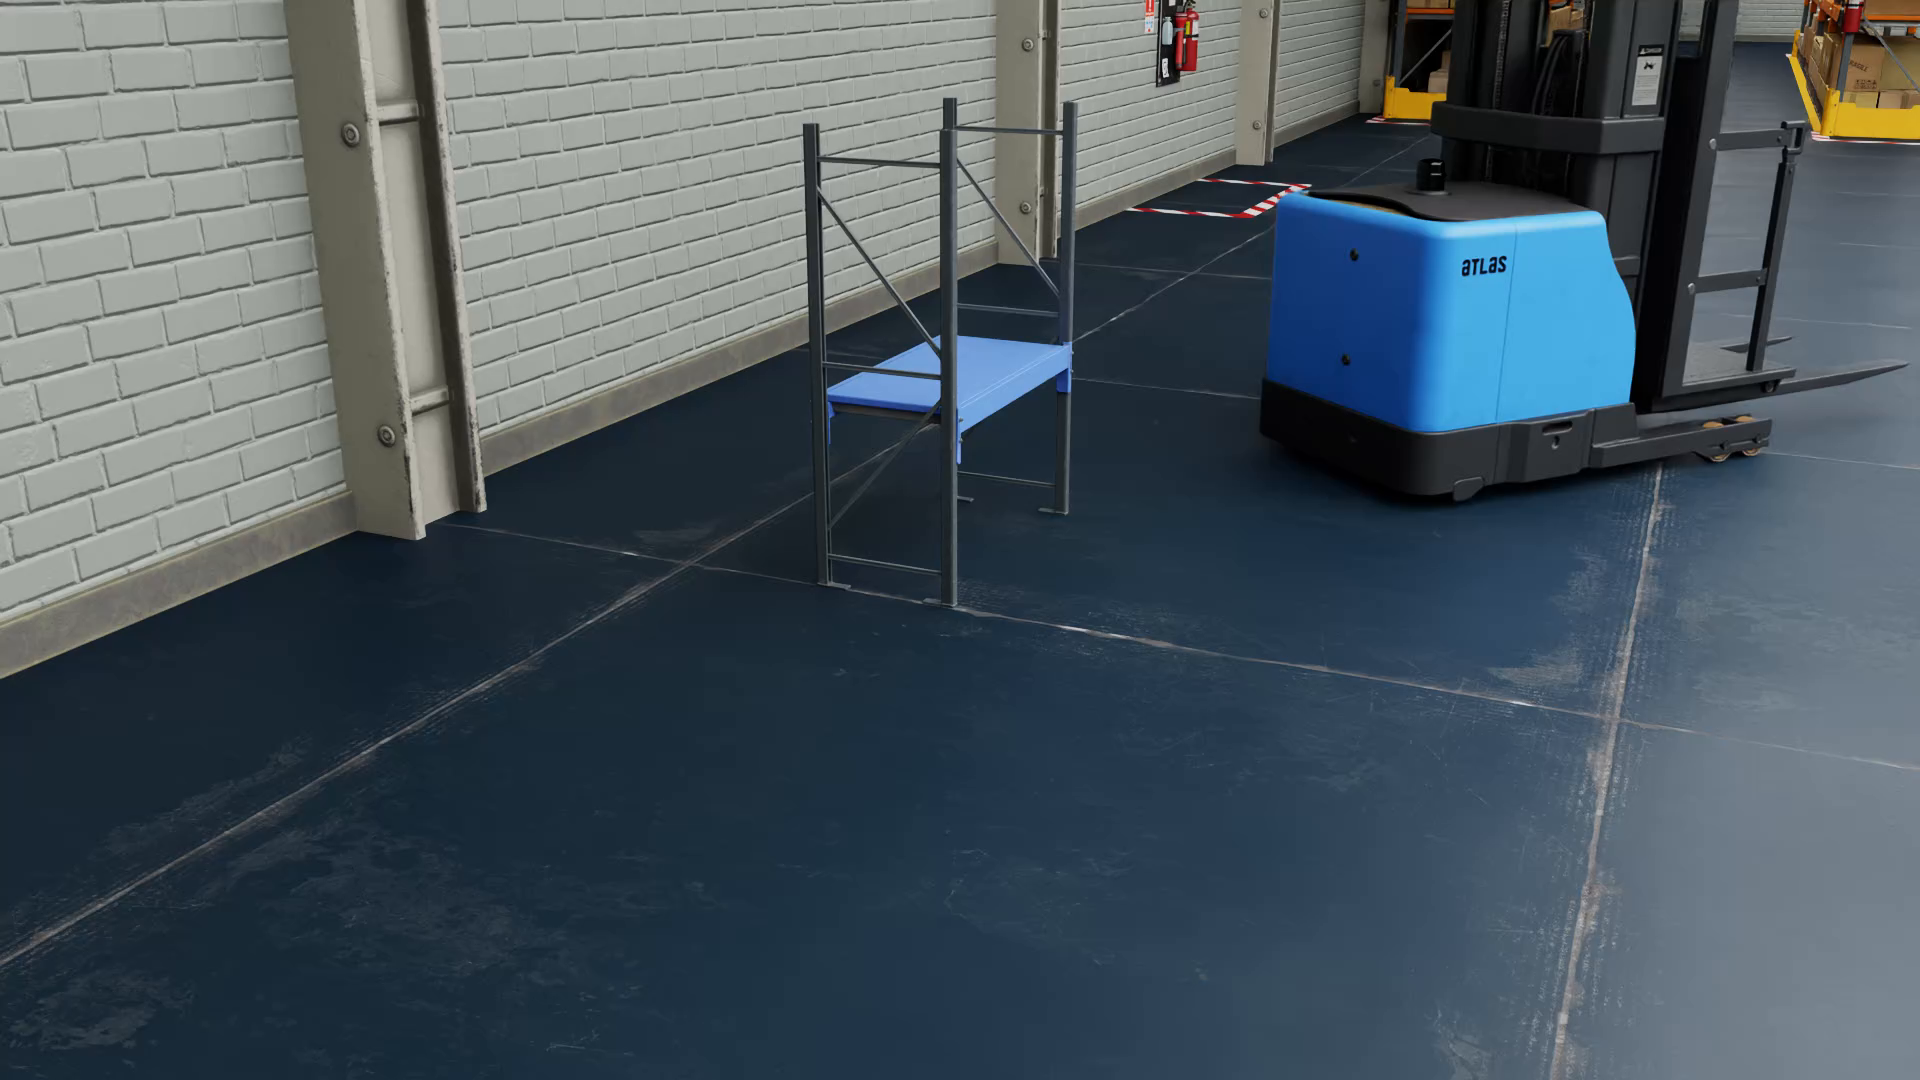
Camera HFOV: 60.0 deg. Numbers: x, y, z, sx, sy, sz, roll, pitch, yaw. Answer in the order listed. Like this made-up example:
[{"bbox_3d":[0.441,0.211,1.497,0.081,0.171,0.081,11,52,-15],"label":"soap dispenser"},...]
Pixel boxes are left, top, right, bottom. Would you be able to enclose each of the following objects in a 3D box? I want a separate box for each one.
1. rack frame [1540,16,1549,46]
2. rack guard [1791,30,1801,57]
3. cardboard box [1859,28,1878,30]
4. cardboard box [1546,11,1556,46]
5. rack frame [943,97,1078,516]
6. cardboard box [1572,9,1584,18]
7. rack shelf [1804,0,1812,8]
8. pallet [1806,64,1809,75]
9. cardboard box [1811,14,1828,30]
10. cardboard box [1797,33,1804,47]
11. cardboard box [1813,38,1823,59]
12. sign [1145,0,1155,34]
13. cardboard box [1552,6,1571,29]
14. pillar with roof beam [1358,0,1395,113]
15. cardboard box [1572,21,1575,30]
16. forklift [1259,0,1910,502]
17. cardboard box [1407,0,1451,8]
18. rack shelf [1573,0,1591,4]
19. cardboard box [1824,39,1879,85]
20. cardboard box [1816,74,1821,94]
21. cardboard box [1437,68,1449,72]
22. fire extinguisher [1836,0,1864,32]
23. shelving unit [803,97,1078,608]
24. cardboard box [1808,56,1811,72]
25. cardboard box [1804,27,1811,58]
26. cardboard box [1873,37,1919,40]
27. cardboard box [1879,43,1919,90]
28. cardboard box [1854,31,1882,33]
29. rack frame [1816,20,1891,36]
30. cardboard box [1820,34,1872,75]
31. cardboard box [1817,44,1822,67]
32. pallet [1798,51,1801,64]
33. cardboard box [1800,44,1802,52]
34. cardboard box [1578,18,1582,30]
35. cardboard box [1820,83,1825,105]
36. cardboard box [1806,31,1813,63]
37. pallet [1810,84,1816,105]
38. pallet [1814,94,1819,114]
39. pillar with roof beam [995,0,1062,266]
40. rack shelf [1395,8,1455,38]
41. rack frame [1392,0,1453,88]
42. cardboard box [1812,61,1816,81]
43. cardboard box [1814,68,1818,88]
[{"bbox_3d":[9.139,-9.109,27.105,1.000,3.000,0.127,9,21,23],"label":"rack frame"},{"bbox_3d":[16.905,-9.675,32.427,1.175,0.500,0.348,9,21,23],"label":"rack guard"},{"bbox_3d":[15.358,-8.492,28.445,0.500,0.500,0.500,8,21,22],"label":"cardboard box"},{"bbox_3d":[9.560,-8.501,27.976,0.750,0.750,0.750,8,21,22],"label":"cardboard box"},{"bbox_3d":[0.173,-0.836,6.081,0.500,1.500,0.032,9,21,23],"label":"rack frame"},{"bbox_3d":[12.230,-10.510,33.180,0.380,0.149,0.250,9,22,24],"label":"cardboard box"},{"bbox_3d":[16.117,-9.925,30.475,1.077,0.370,4.000,9,21,23],"label":"rack shelf"},{"bbox_3d":[14.501,-7.711,27.336,1.003,0.211,1.213,9,21,23],"label":"pallet"},{"bbox_3d":[14.468,-8.616,27.673,0.500,0.250,0.500,9,21,23],"label":"cardboard box"},{"bbox_3d":[16.250,-9.507,31.673,0.500,0.250,0.500,9,21,23],"label":"cardboard box"},{"bbox_3d":[12.760,-7.160,24.264,0.500,0.311,0.500,8,21,21],"label":"cardboard box"},{"bbox_3d":[1.537,-4.273,13.455,0.001,0.329,0.234,9,21,23],"label":"sign"},{"bbox_3d":[10.630,-9.300,30.224,0.750,0.750,0.750,9,21,23],"label":"cardboard box"},{"bbox_3d":[9.288,-9.232,18.497,9.100,9.000,0.400,9,21,23],"label":"pillar with roof beam"},{"bbox_3d":[11.386,-9.719,31.925,0.700,0.500,0.500,8,21,22],"label":"cardboard box"},{"bbox_3d":[2.819,-1.850,6.797,3.031,2.935,1.130,-9,22,-25],"label":"forklift"},{"bbox_3d":[5.878,-6.771,20.727,0.500,0.250,0.500,9,21,23],"label":"cardboard box"},{"bbox_3d":[11.596,-10.604,32.383,1.077,0.370,4.000,9,21,23],"label":"rack shelf"},{"bbox_3d":[10.729,-5.753,20.026,0.500,0.500,0.500,9,21,23],"label":"cardboard box"},{"bbox_3d":[11.346,-5.857,21.439,0.500,0.250,0.500,9,21,23],"label":"cardboard box"},{"bbox_3d":[6.462,-5.977,21.655,0.500,0.311,0.500,11,22,27],"label":"cardboard box"},{"bbox_3d":[9.912,-5.976,18.411,0.296,0.674,0.183,9,21,23],"label":"fire extinguisher"},{"bbox_3d":[-0.035,-0.681,5.644,0.538,1.500,1.048,9,21,23],"label":"shelving unit"},{"bbox_3d":[13.178,-7.213,25.250,0.500,0.250,0.500,8,21,23],"label":"cardboard box"},{"bbox_3d":[14.878,-8.568,28.658,0.500,0.500,0.500,8,21,20],"label":"cardboard box"},{"bbox_3d":[11.615,-5.987,20.684,0.500,0.500,0.500,9,21,23],"label":"cardboard box"},{"bbox_3d":[11.010,-5.527,19.390,0.500,0.500,0.500,9,21,23],"label":"cardboard box"},{"bbox_3d":[14.736,-8.033,27.155,0.500,0.500,0.500,8,21,21],"label":"cardboard box"},{"bbox_3d":[13.660,-8.430,25.197,1.000,3.000,0.127,9,21,23],"label":"rack frame"},{"bbox_3d":[11.349,-6.210,21.312,0.500,0.500,0.500,9,21,23],"label":"cardboard box"},{"bbox_3d":[12.134,-6.697,22.963,0.500,0.311,0.500,9,22,24],"label":"cardboard box"},{"bbox_3d":[16.079,-8.923,30.745,1.003,0.211,1.213,9,21,23],"label":"pallet"},{"bbox_3d":[15.372,-8.853,29.984,0.380,0.149,0.250,9,21,23],"label":"cardboard box"},{"bbox_3d":[12.015,-10.194,33.259,0.700,0.500,0.500,8,21,23],"label":"cardboard box"},{"bbox_3d":[10.731,-5.399,20.150,0.500,0.250,0.500,9,21,23],"label":"cardboard box"},{"bbox_3d":[14.251,-8.097,27.335,0.500,0.500,0.500,8,21,21],"label":"cardboard box"},{"bbox_3d":[12.288,-6.124,22.874,1.003,0.211,1.213,9,21,23],"label":"pallet"},{"bbox_3d":[11.658,-5.656,21.558,1.003,0.211,1.213,9,21,23],"label":"pallet"},{"bbox_3d":[4.375,-5.563,8.183,9.100,9.000,0.400,9,21,23],"label":"pillar with roof beam"},{"bbox_3d":[6.682,-6.936,22.068,1.077,0.370,4.000,9,21,23],"label":"rack shelf"},{"bbox_3d":[5.863,-6.663,20.228,1.000,3.000,0.127,9,21,23],"label":"rack frame"},{"bbox_3d":[12.555,-6.742,23.928,0.500,0.250,0.500,9,21,24],"label":"cardboard box"},{"bbox_3d":[11.928,-6.276,22.617,0.500,0.250,0.500,8,21,22],"label":"cardboard box"}]
